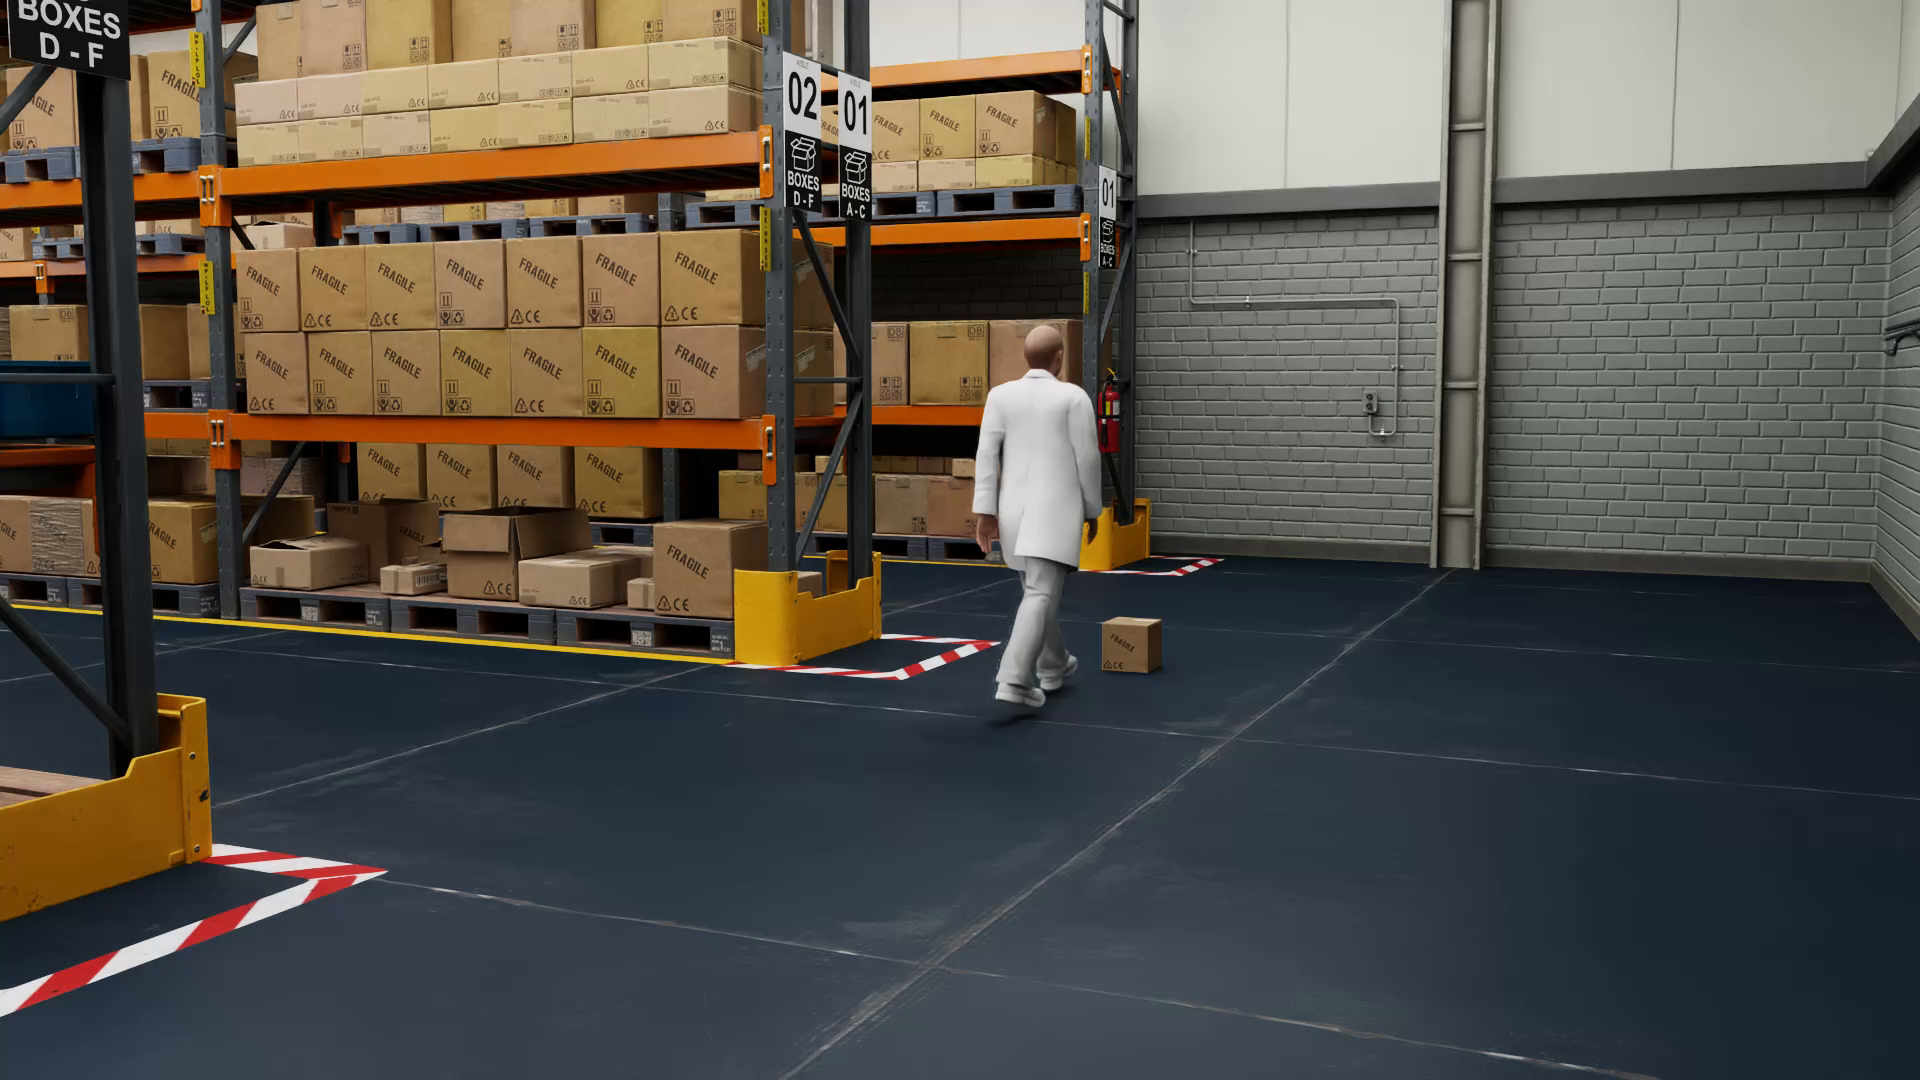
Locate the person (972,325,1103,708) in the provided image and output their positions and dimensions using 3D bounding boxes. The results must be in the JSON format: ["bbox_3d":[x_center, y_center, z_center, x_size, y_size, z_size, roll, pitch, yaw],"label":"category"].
[{"bbox_3d":[0.390,-0.121,7.719,0.589,1.737,1.083,3,6,31],"label":"person"}]
